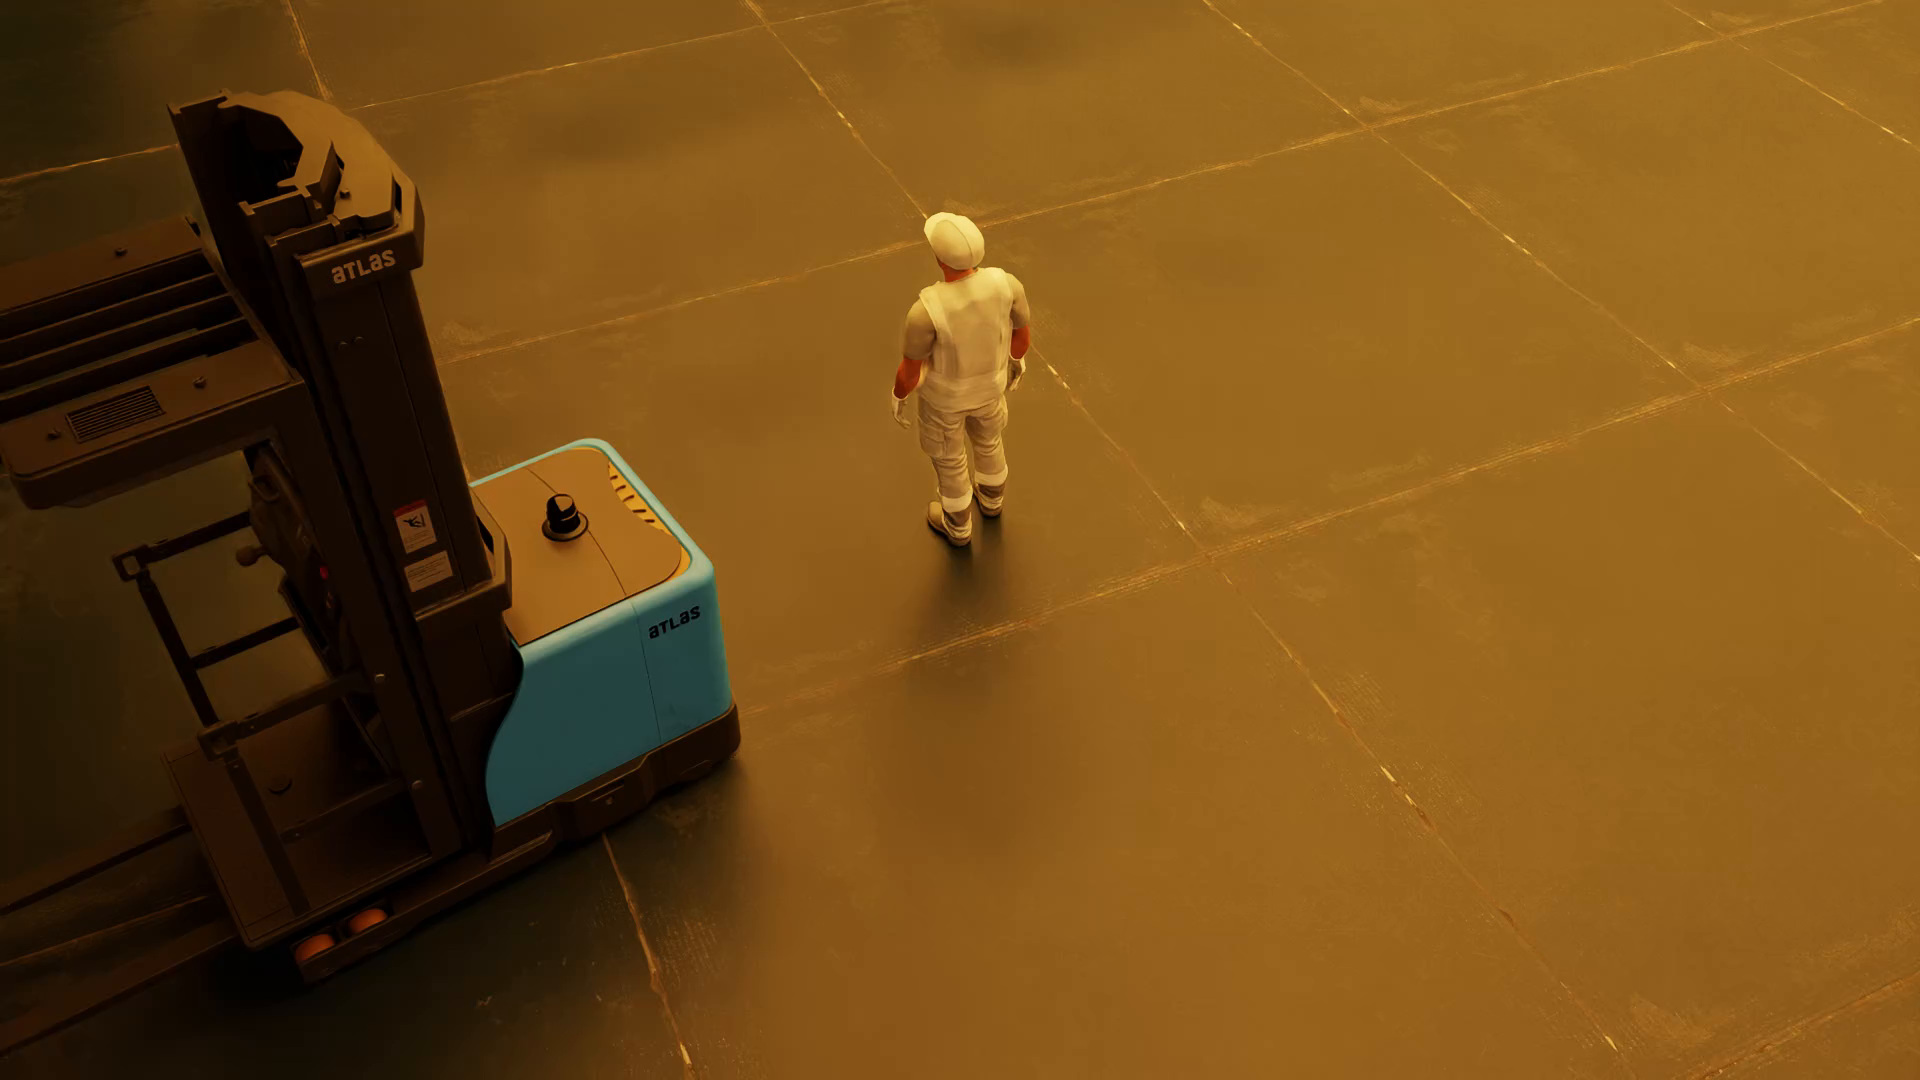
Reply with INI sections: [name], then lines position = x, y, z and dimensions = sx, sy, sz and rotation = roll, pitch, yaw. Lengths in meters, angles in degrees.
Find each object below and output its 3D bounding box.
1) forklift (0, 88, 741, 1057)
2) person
[forklift]
position = -2.400, 0.123, 5.548
dimensions = 3.031, 2.935, 1.130
rotation = -26, 49, -25
[person]
position = -0.023, -0.712, 7.271
dimensions = 0.636, 1.789, 0.562
rotation = -18, 46, -18
